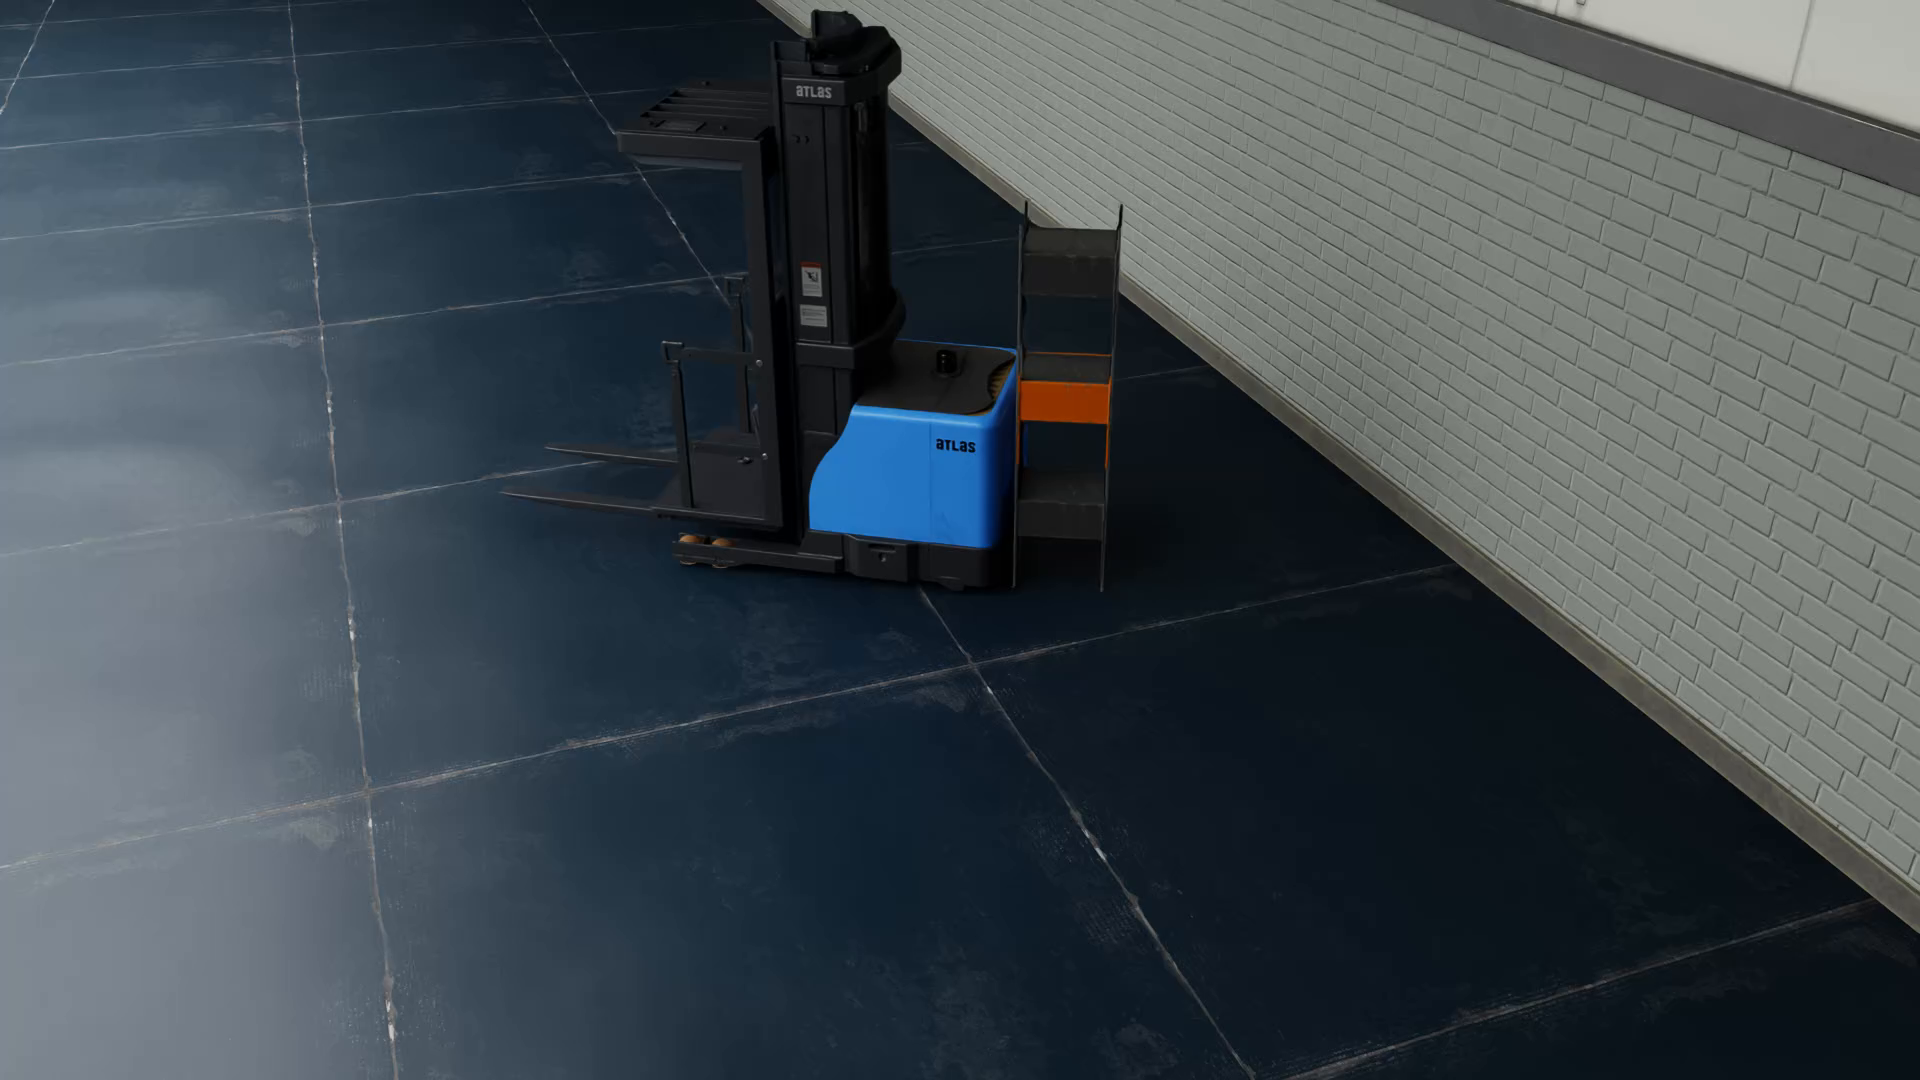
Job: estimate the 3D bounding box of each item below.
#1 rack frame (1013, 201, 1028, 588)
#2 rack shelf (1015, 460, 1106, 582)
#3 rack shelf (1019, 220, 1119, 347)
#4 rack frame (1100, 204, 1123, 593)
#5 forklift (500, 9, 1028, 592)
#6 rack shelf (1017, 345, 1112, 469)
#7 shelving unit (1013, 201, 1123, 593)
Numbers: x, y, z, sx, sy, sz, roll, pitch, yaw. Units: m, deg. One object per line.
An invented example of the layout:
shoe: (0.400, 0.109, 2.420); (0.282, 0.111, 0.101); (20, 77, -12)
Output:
rack frame: (0.323, -0.741, 8.929); (0.015, 2.100, 0.400); (3, 30, 5)
rack shelf: (0.565, -0.108, 9.260); (0.480, 0.518, 0.431); (3, 30, 5)
rack shelf: (0.565, -1.324, 8.567); (0.480, 0.518, 0.431); (3, 30, 5)
rack frame: (0.808, -0.715, 8.884); (0.015, 2.100, 0.400); (3, 30, 5)
forklift: (-1.162, -1.357, 9.171); (3.031, 2.935, 1.130); (6, 30, 11)
rack shelf: (0.565, -0.716, 8.913); (0.480, 0.518, 0.431); (3, 30, 5)
shelving unit: (0.565, -0.728, 8.907); (0.503, 2.100, 0.431); (3, 30, 5)
